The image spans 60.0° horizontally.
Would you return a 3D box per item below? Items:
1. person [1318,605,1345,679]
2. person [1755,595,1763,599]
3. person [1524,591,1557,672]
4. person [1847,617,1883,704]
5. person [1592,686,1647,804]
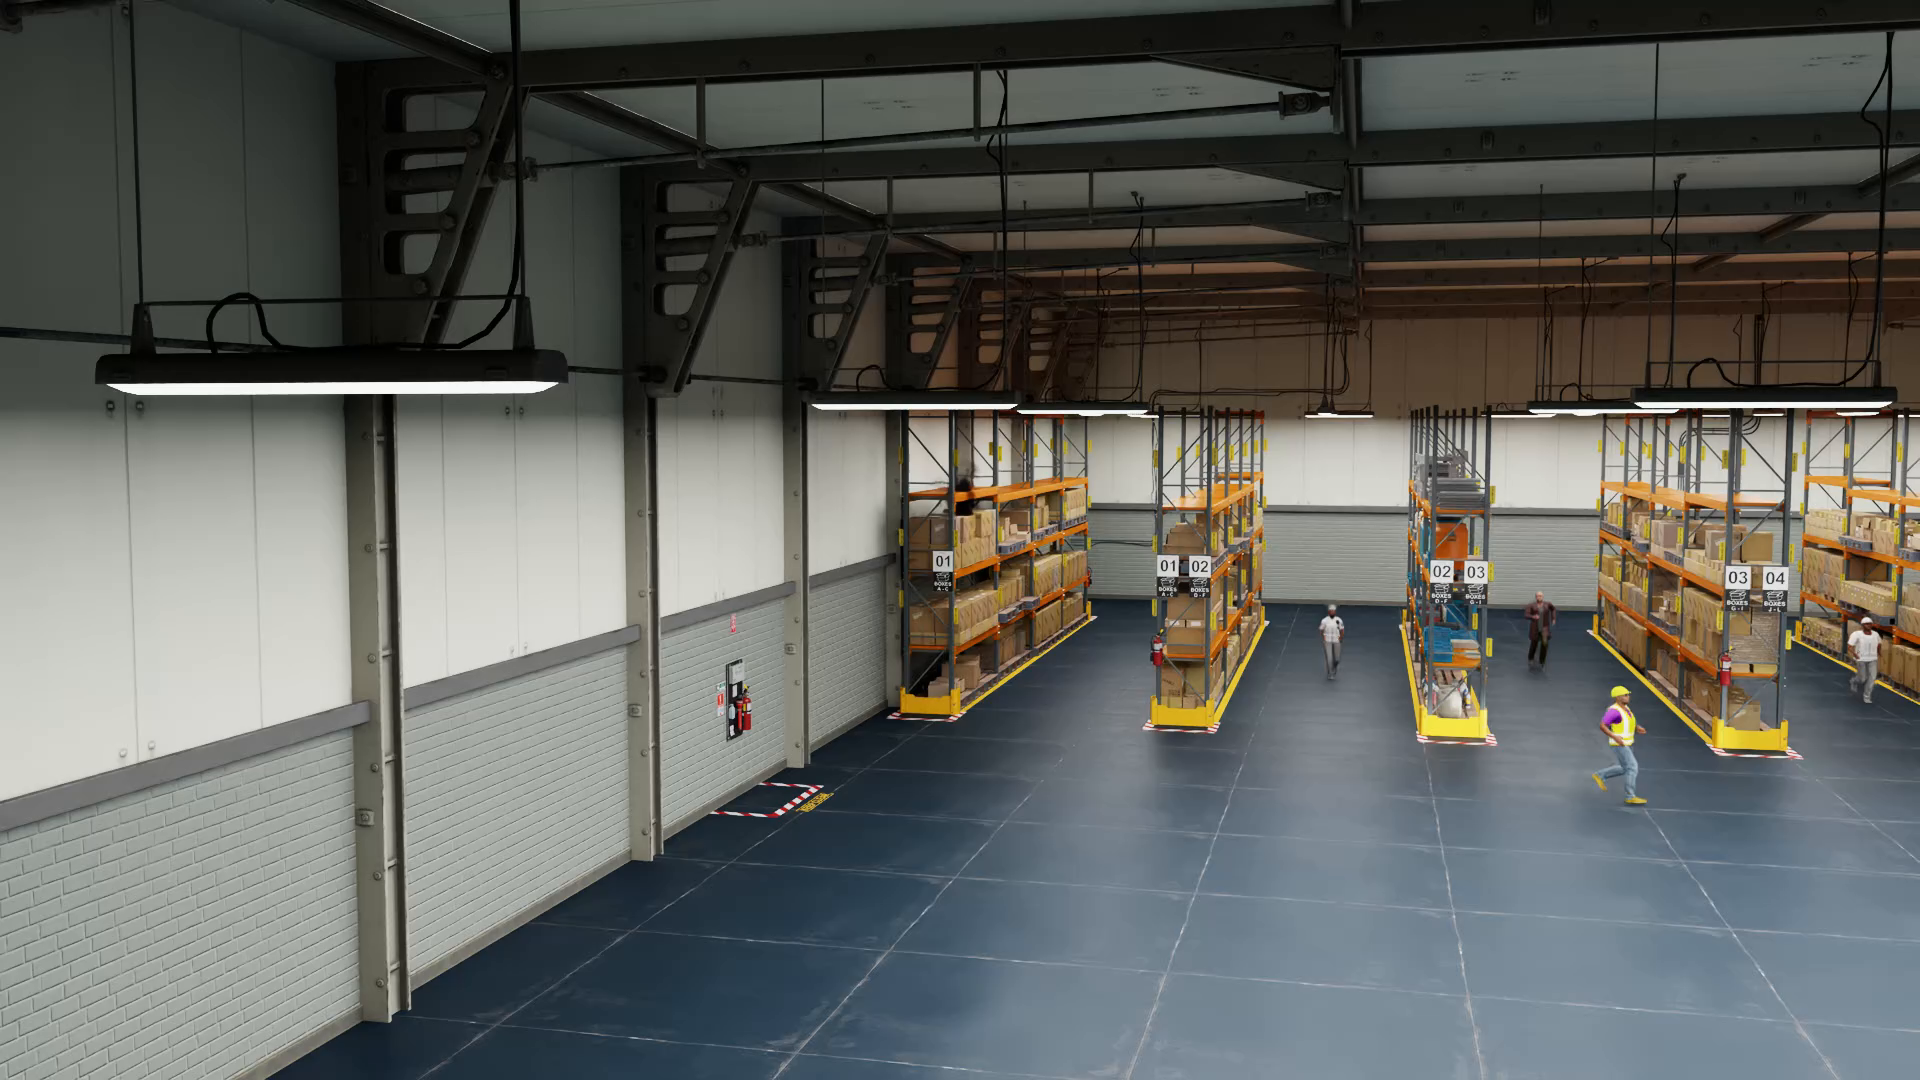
[{"bbox_3d":[8.244,2.250,36.889,0.573,1.650,0.584,1,4,8],"label":"person"},{"bbox_3d":[20.446,1.798,42.800,0.670,1.742,0.596,1,4,7],"label":"person"},{"bbox_3d":[13.372,2.088,38.356,0.731,1.834,0.985,1,4,14],"label":"person"},{"bbox_3d":[18.417,2.437,33.799,0.700,1.739,0.801,0,4,7],"label":"person"},{"bbox_3d":[9.913,3.063,24.985,0.846,1.739,0.714,3,5,39],"label":"person"}]
